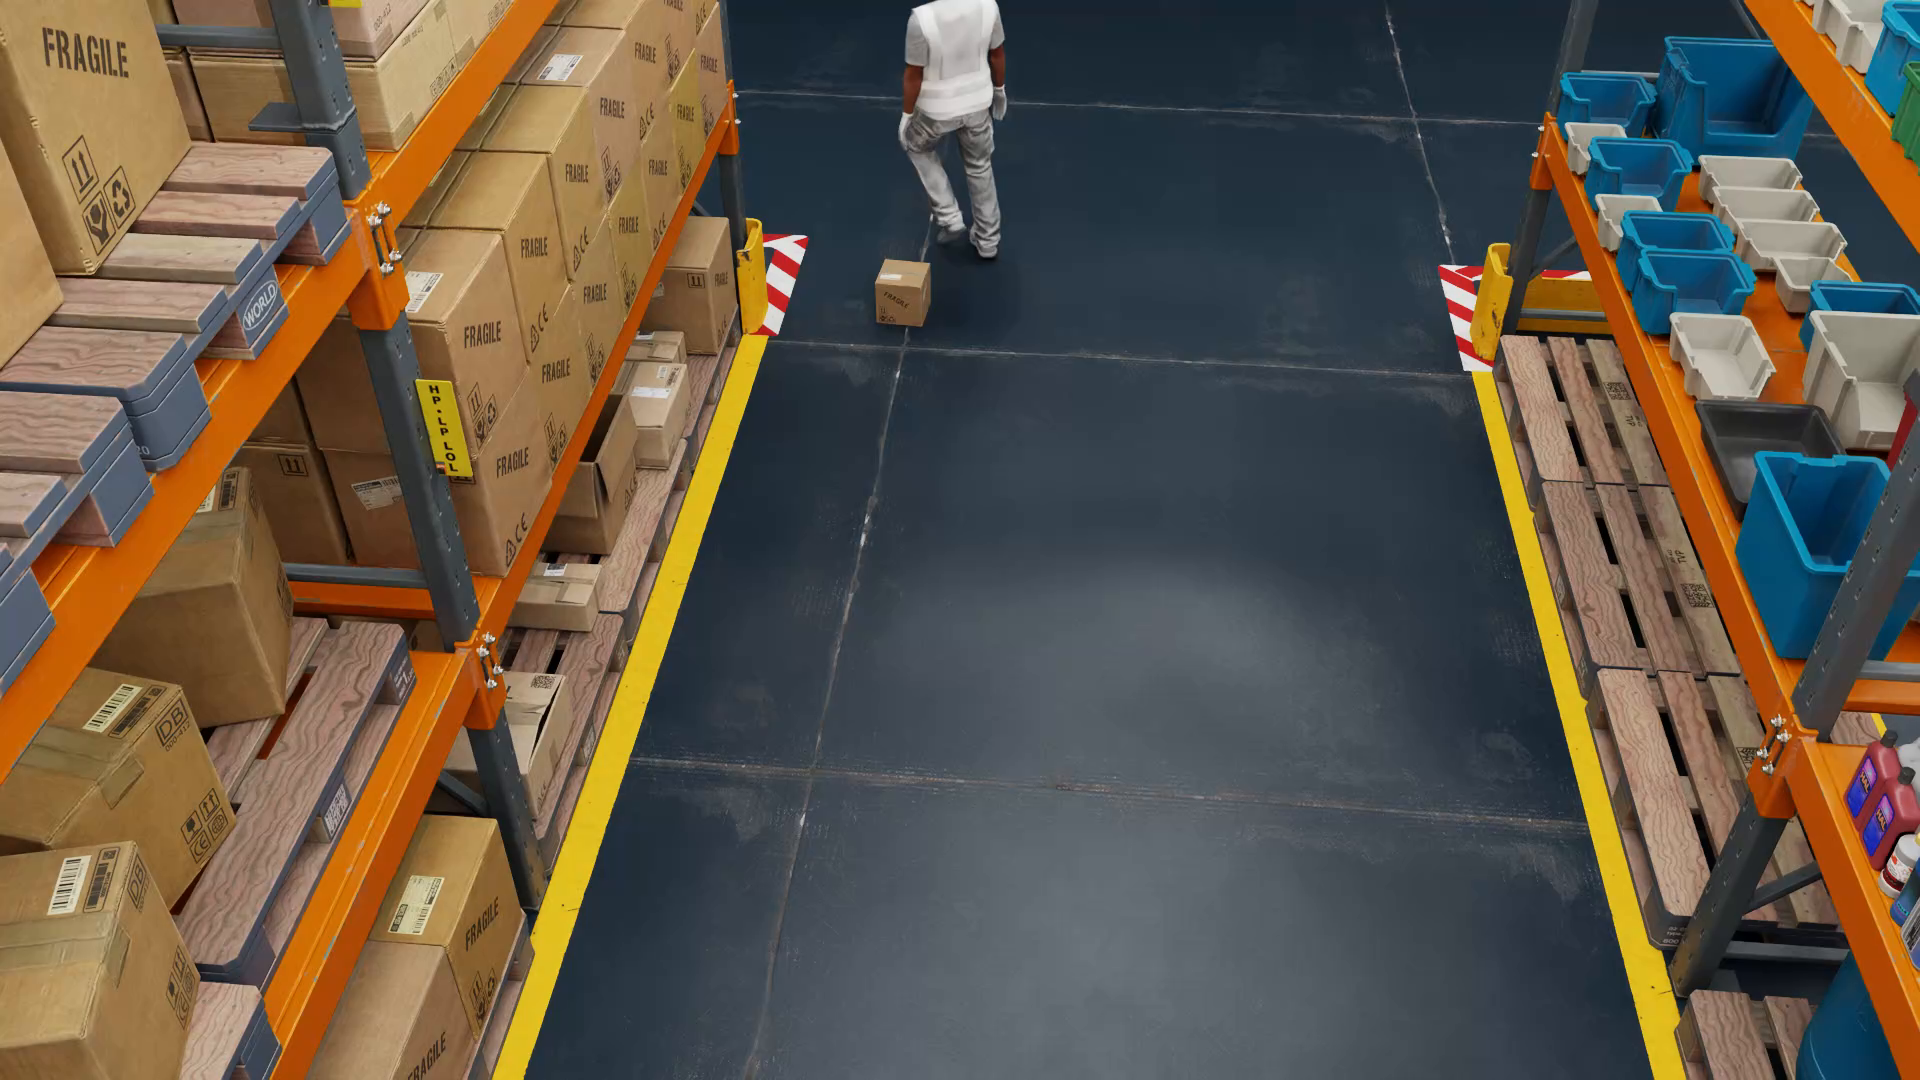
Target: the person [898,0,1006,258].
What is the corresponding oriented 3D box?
[{"bbox_3d":[-0.061,-2.366,8.964,0.652,1.773,0.475,-13,41,-15],"label":"person"}]
